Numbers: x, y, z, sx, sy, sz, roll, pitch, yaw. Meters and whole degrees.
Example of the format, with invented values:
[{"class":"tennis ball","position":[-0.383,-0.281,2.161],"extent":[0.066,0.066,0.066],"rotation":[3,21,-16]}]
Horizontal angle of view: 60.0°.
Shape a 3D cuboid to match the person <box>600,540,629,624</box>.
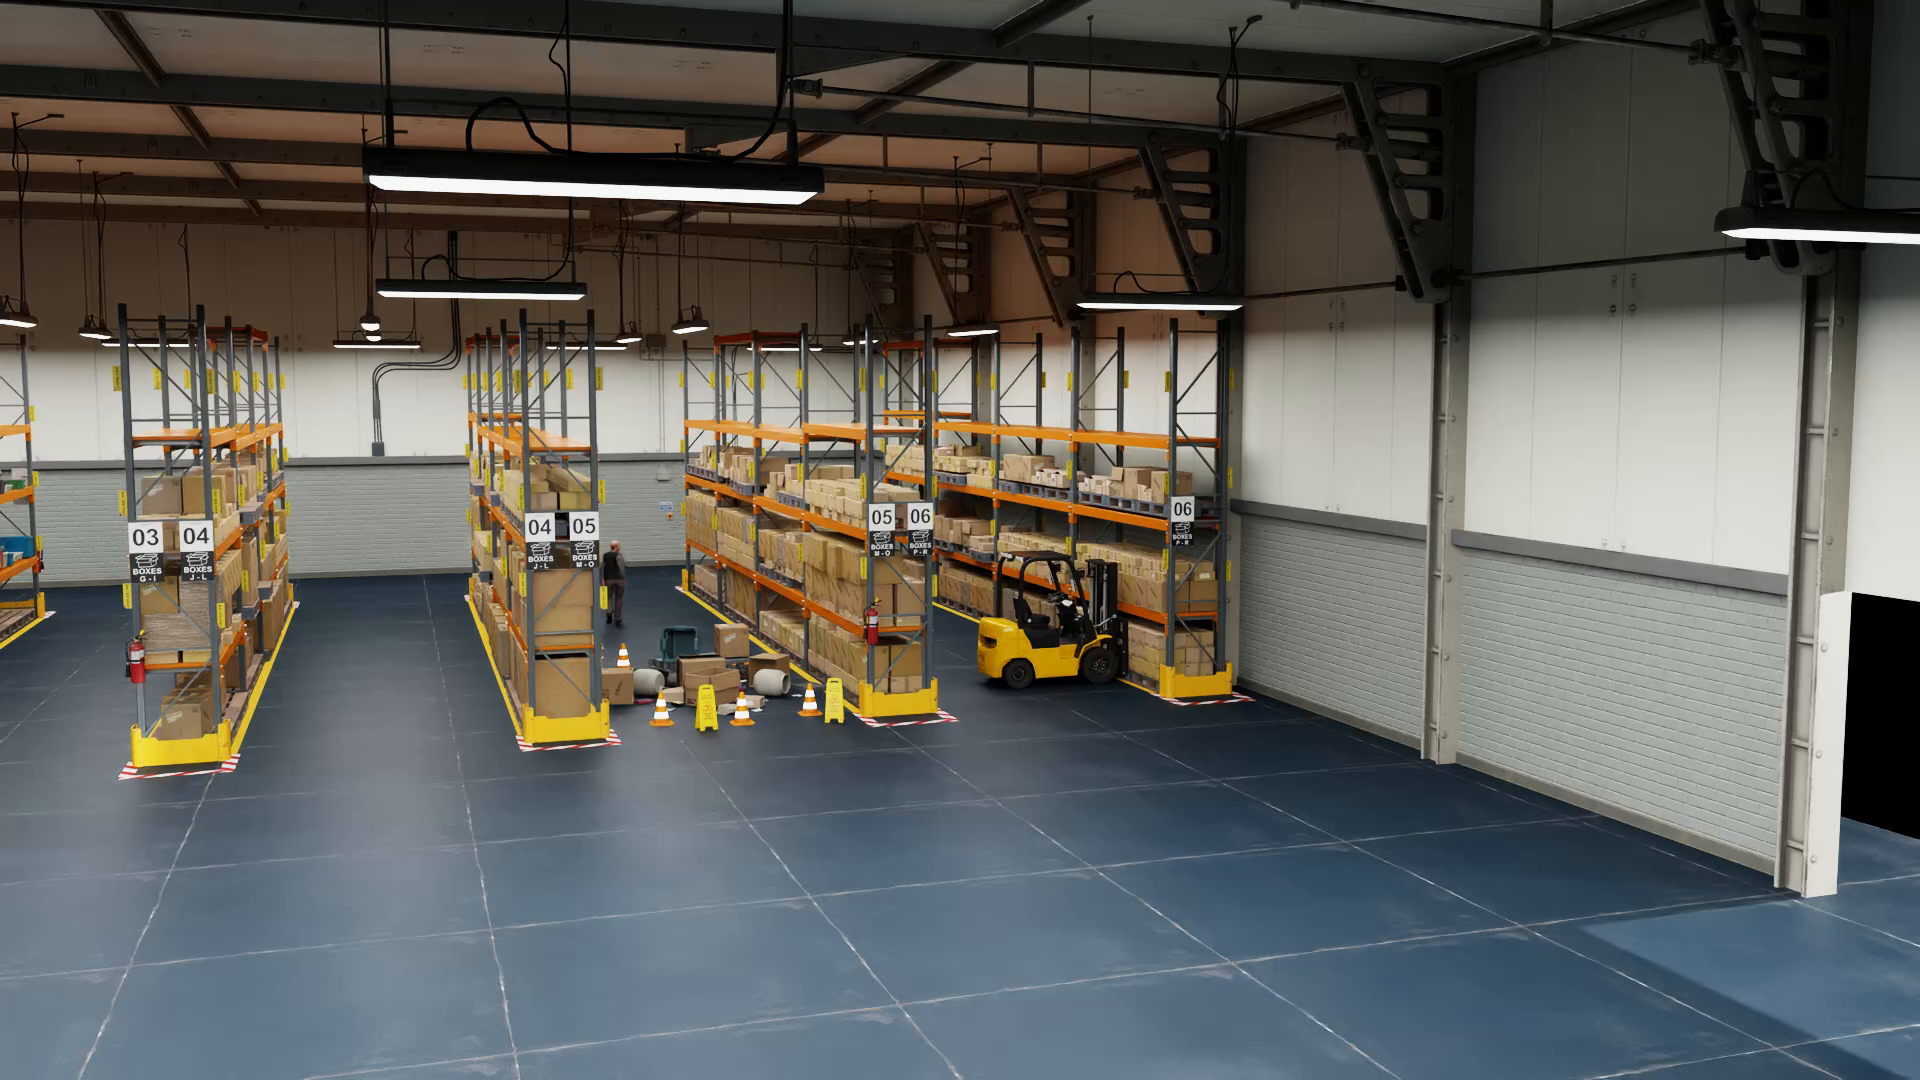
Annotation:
[{"class":"person","position":[-7.156,0.876,34.401],"extent":[0.590,1.732,0.466],"rotation":[0,5,-5]}]
